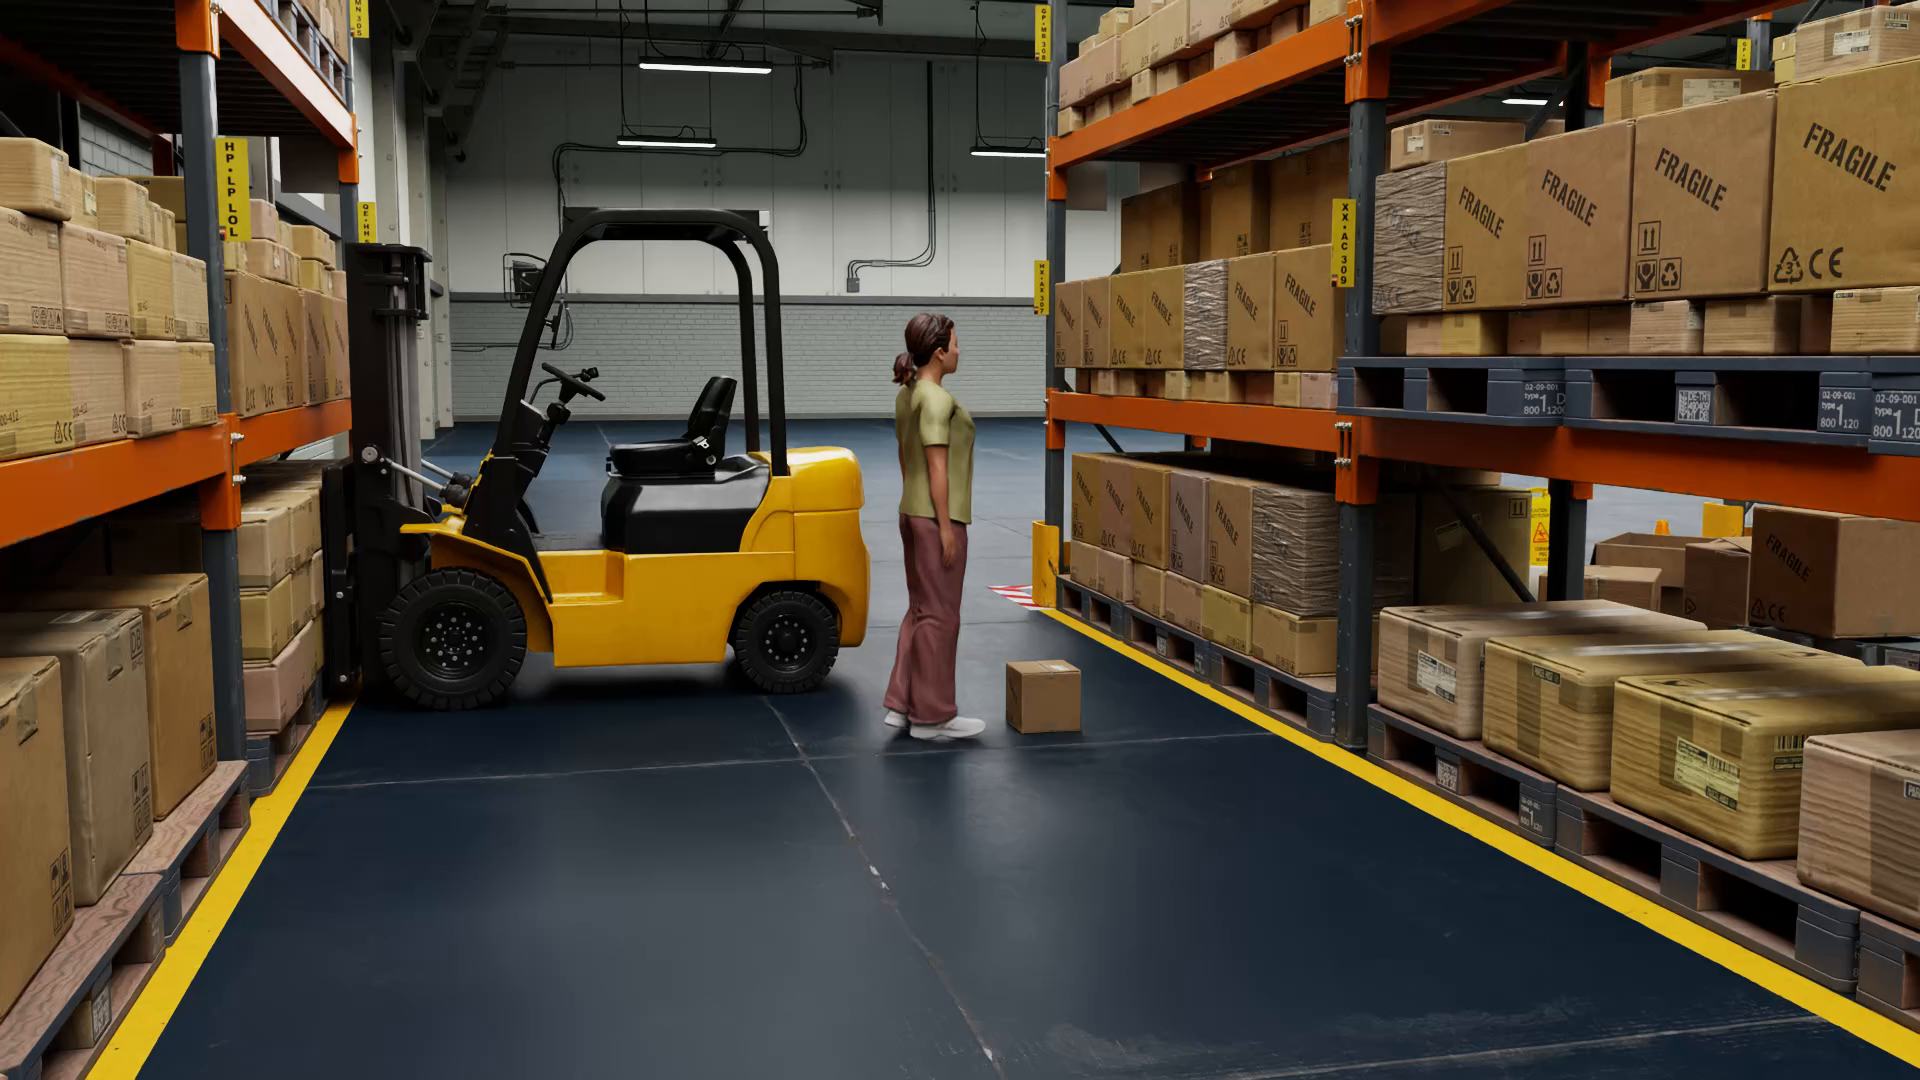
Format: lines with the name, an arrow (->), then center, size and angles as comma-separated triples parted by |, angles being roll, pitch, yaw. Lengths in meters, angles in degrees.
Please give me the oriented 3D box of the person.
person -> -0.113, -0.046, 6.595 | 0.378, 1.690, 0.465 | -2, 7, -20
